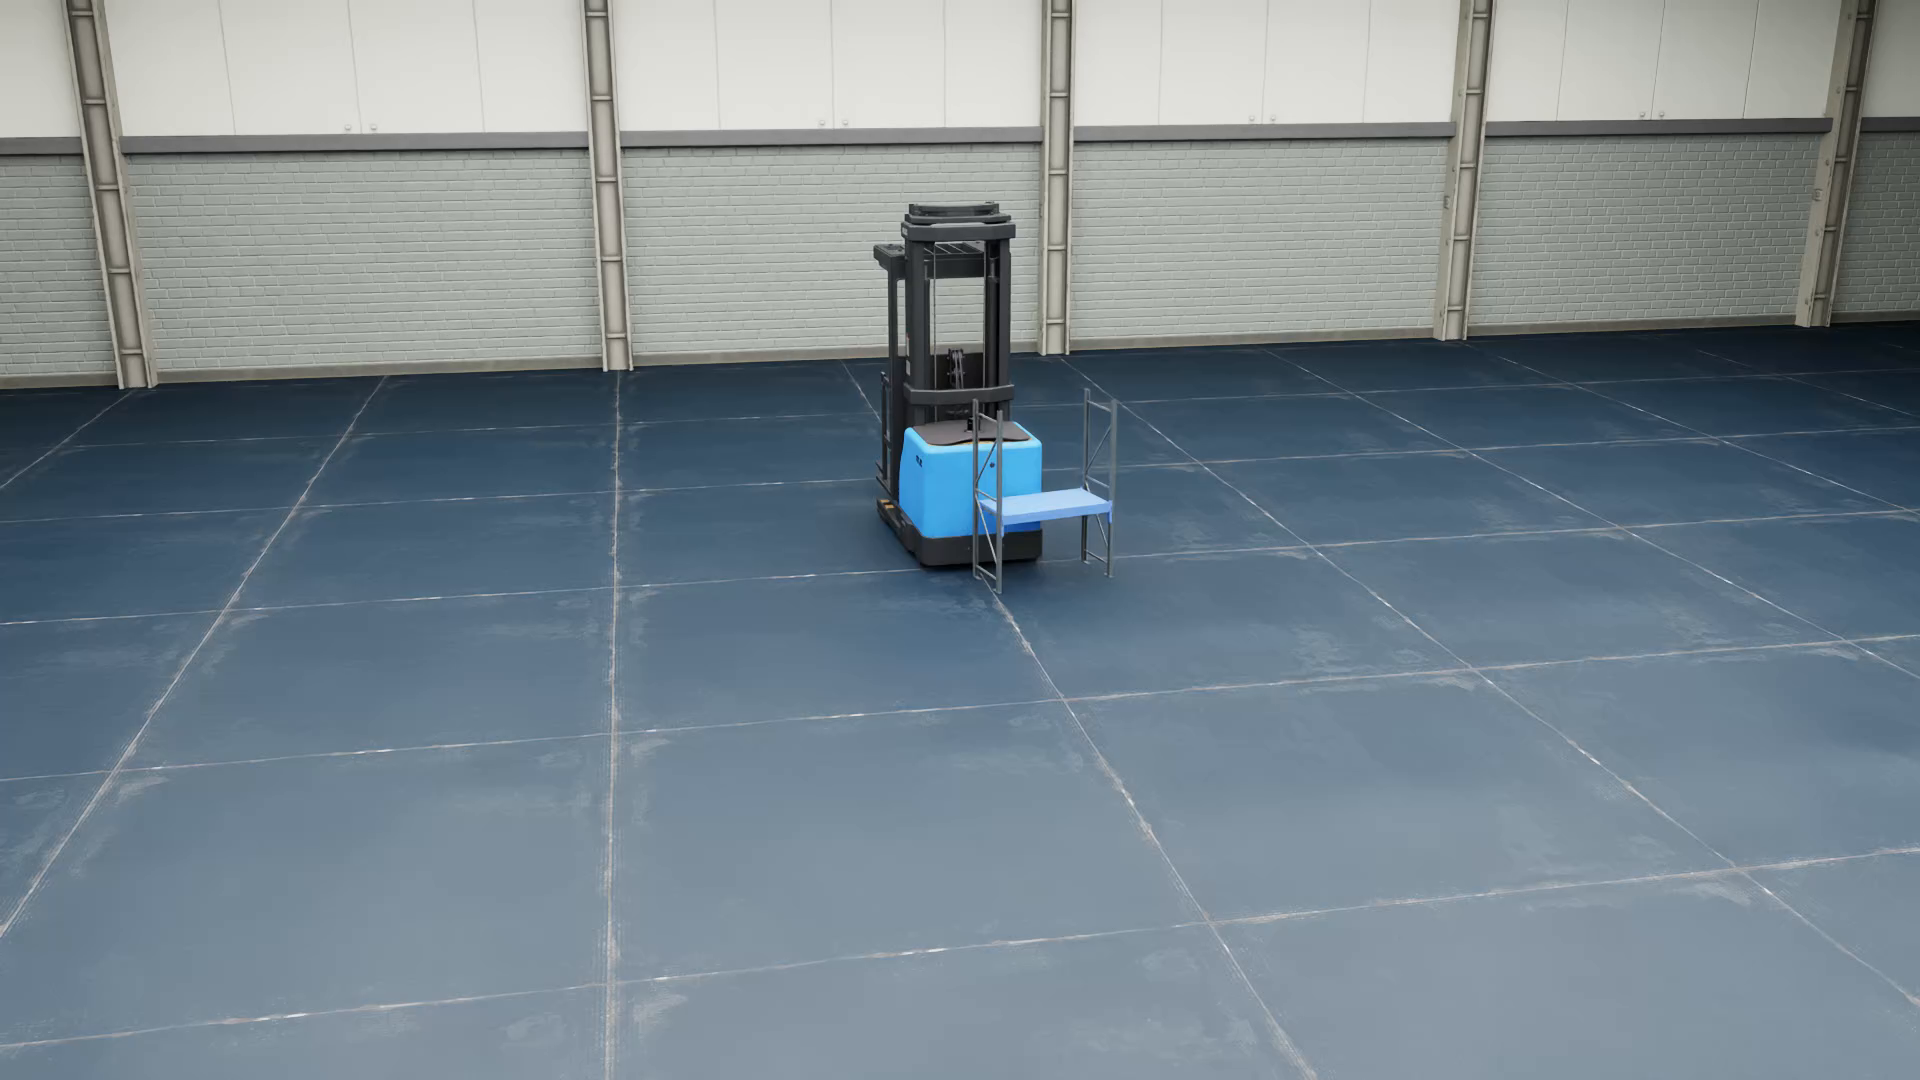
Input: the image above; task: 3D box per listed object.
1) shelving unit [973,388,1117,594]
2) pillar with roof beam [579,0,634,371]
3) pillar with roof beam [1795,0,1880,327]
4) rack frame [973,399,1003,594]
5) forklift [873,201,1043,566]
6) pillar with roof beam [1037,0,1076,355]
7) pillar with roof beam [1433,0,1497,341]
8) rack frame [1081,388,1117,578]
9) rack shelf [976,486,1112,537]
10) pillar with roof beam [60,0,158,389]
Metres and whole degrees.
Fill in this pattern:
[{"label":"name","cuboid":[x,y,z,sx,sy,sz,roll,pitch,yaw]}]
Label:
[{"label":"shelving unit","cuboid":[0.684,-0.411,13.593,1.048,1.500,0.538,-7,18,-23]},{"label":"pillar with roof beam","cuboid":[-3.765,-5.360,16.937,0.400,9.000,9.100,-3,17,-10]},{"label":"pillar with roof beam","cuboid":[13.909,-6.363,20.201,0.400,9.000,9.100,-3,17,-10]},{"label":"rack frame","cuboid":[0.219,-0.351,13.396,0.032,1.500,0.500,-7,18,-23]},{"label":"forklift","cuboid":[-0.152,-1.581,14.966,1.130,2.935,3.031,-4,18,-13]},{"label":"pillar with roof beam","cuboid":[2.126,-5.694,18.025,0.400,9.000,9.100,-3,17,-10]},{"label":"pillar with roof beam","cuboid":[8.017,-6.029,19.113,0.400,9.000,9.100,-3,17,-10]},{"label":"rack frame","cuboid":[1.149,-0.472,13.790,0.032,1.500,0.500,-7,18,-23]},{"label":"rack shelf","cuboid":[0.684,-0.239,13.645,1.000,0.185,0.538,-7,18,-23]},{"label":"pillar with roof beam","cuboid":[-9.656,-5.026,15.849,0.400,9.000,9.100,-3,17,-10]}]
